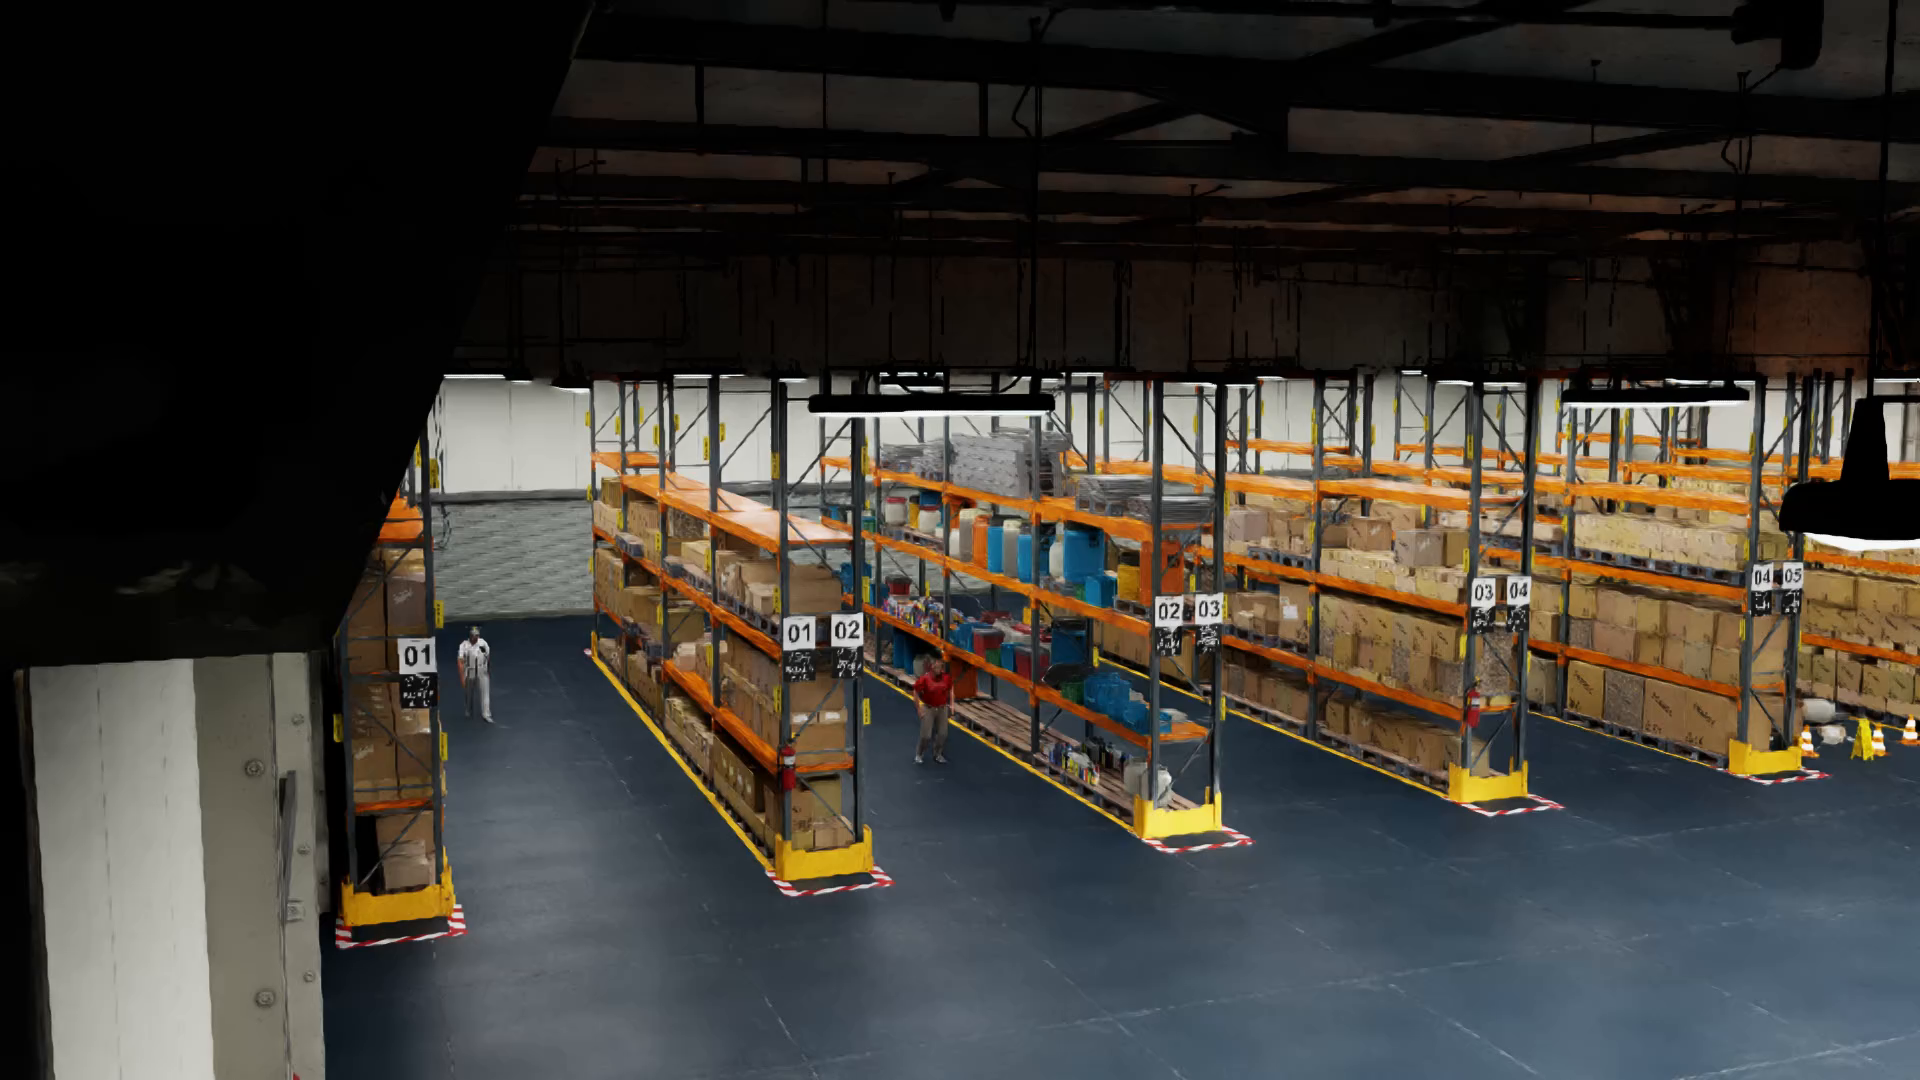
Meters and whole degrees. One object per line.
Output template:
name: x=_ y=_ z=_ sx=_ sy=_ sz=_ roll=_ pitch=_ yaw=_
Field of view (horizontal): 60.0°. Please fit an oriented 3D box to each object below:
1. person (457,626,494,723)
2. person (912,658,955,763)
person: x=-8.352 y=2.286 z=28.606 sx=0.544 sy=1.670 sz=1.116 roll=-3 pitch=7 yaw=-22
person: x=-0.409 y=2.633 z=25.755 sx=0.682 sy=1.676 sz=0.535 roll=-3 pitch=7 yaw=-22
